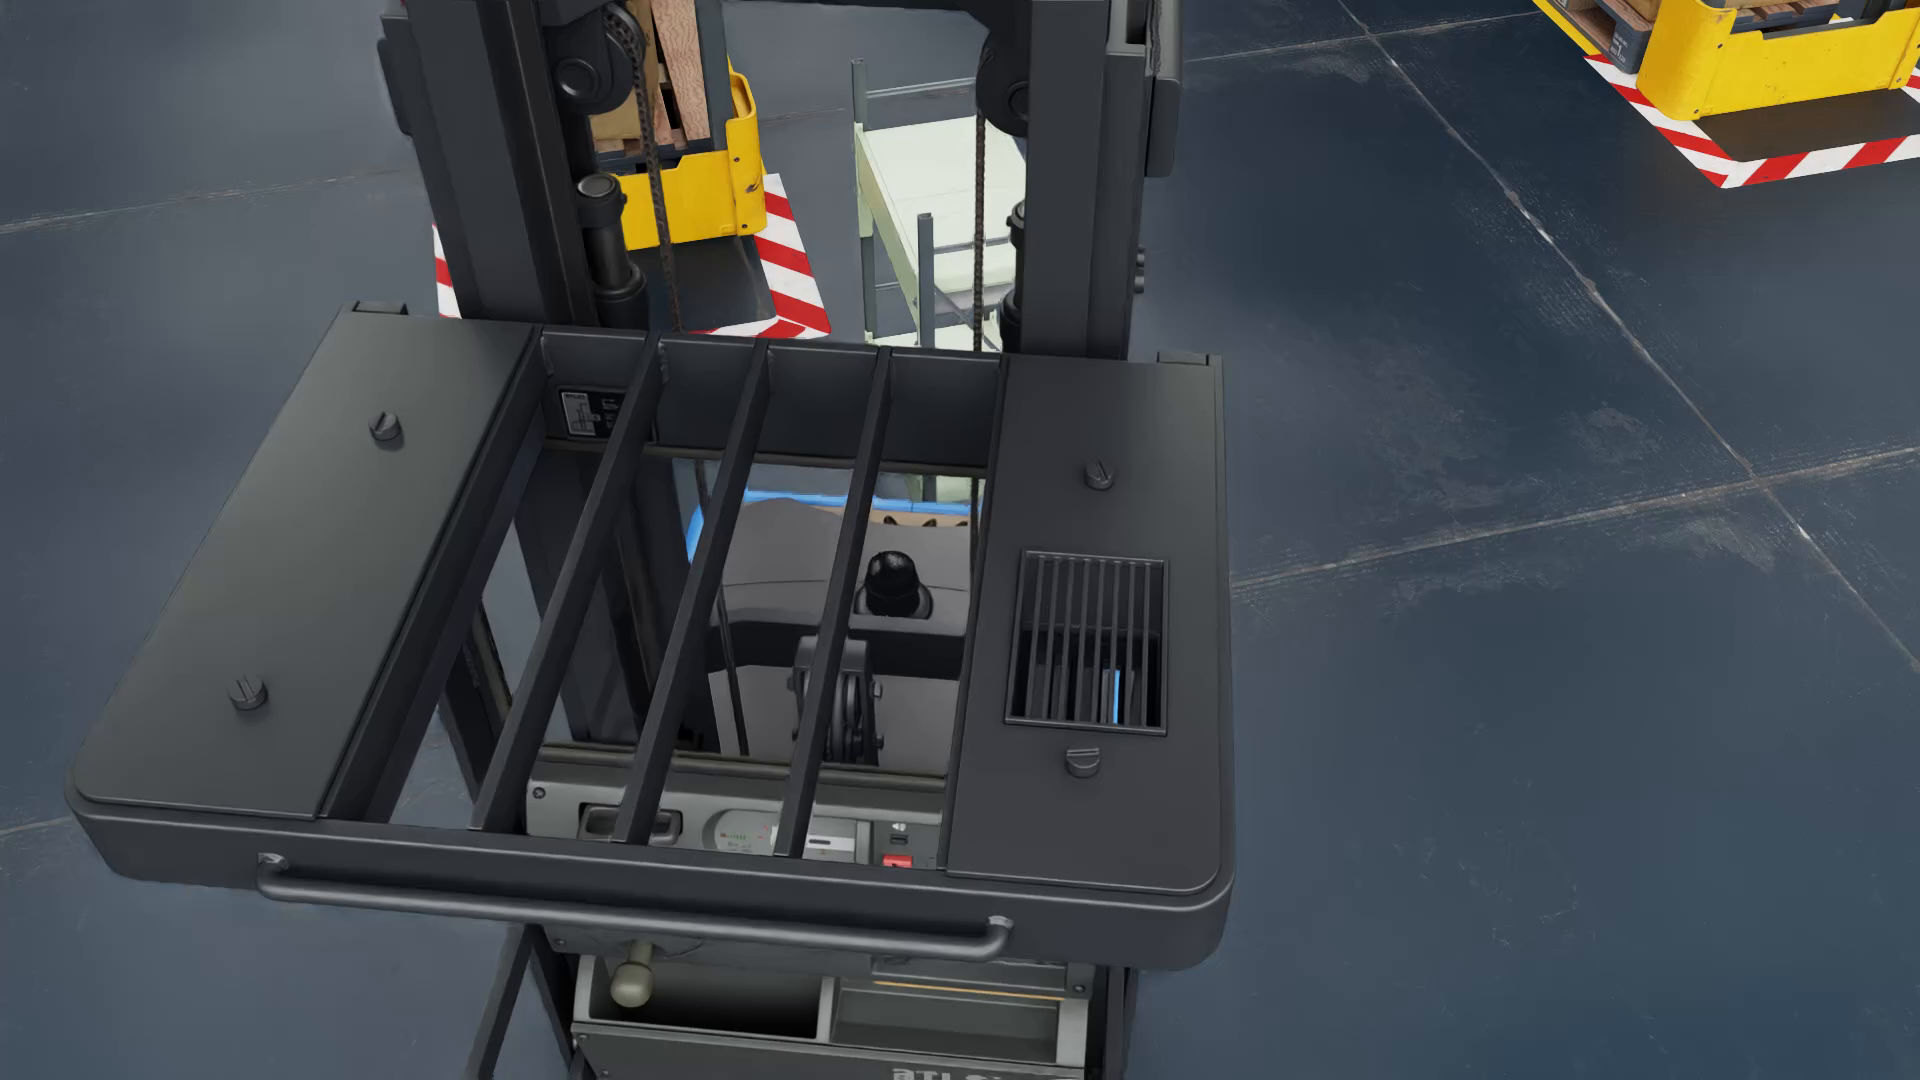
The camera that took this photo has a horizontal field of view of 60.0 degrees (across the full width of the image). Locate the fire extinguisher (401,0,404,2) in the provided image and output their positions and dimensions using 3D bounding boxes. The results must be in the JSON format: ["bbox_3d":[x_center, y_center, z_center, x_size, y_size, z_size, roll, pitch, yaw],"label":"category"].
[{"bbox_3d":[-1.739,-2.011,5.174,0.296,0.674,0.183,-11,47,-10],"label":"fire extinguisher"}]

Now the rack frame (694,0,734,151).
[{"bbox_3d":[-1.323,-2.201,5.307,1.000,3.000,0.127,-11,47,-10],"label":"rack frame"}]

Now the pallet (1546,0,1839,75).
[{"bbox_3d":[3.217,-2.600,7.650,1.003,0.211,1.213,-11,47,-10],"label":"pallet"}]

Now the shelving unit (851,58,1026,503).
[{"bbox_3d":[0.002,-0.520,4.710,0.431,1.500,0.755,-11,47,-10],"label":"shelving unit"}]

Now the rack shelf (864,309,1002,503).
[{"bbox_3d":[0.002,-0.292,4.943,0.431,0.370,0.720,-11,47,-10],"label":"rack shelf"}]

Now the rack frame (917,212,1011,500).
[{"bbox_3d":[0.095,-0.268,4.462,0.400,1.500,0.023,-11,47,-10],"label":"rack frame"}]

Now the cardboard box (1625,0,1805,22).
[{"bbox_3d":[3.260,-2.897,7.183,0.875,0.875,0.875,-10,47,-10],"label":"cardboard box"}]

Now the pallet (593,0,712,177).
[{"bbox_3d":[-1.516,-1.845,6.910,1.003,0.211,1.213,-11,47,-10],"label":"pallet"}]

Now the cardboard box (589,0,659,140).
[{"bbox_3d":[-1.467,-1.907,6.475,0.500,0.500,0.500,-3,46,-3],"label":"cardboard box"}]

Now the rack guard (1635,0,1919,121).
[{"bbox_3d":[3.504,-2.147,7.004,1.175,0.500,0.348,-11,47,-10],"label":"rack guard"}]

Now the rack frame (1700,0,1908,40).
[{"bbox_3d":[3.497,-3.038,6.127,1.000,3.000,0.127,-11,47,-10],"label":"rack frame"}]

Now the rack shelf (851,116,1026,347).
[{"bbox_3d":[0.002,-0.793,4.431,0.431,0.370,0.720,-11,47,-10],"label":"rack shelf"}]

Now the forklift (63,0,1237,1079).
[{"bbox_3d":[-0.254,0.677,2.535,1.130,2.935,3.031,4,46,4],"label":"forklift"}]

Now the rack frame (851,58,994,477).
[{"bbox_3d":[-0.092,-0.773,4.957,0.400,1.500,0.023,-11,47,-10],"label":"rack frame"}]

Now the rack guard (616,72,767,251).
[{"bbox_3d":[-1.343,-1.379,6.251,1.175,0.500,0.348,-11,47,-10],"label":"rack guard"}]
